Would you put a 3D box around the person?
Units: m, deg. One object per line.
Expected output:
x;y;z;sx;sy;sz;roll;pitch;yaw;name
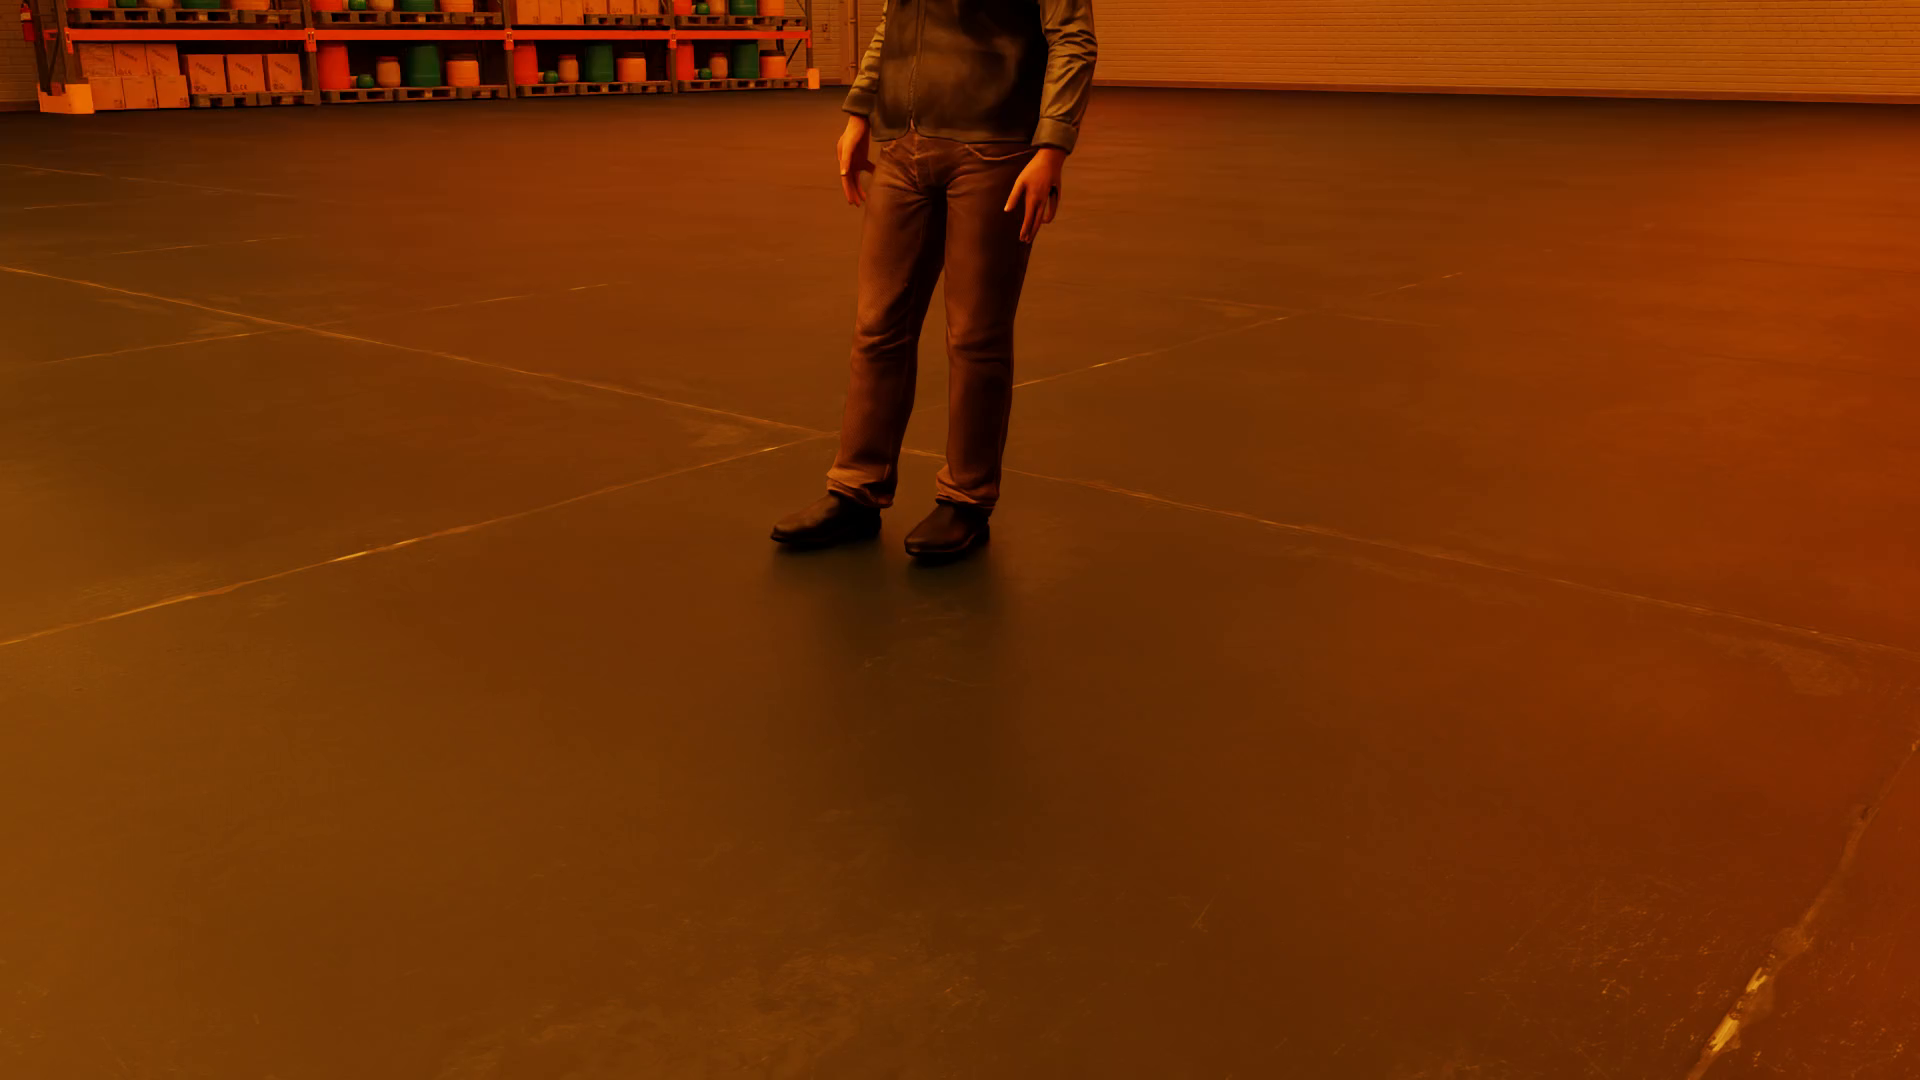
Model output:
-0.046;-0.818;3.649;0.632;1.720;0.568;13;21;37;person
